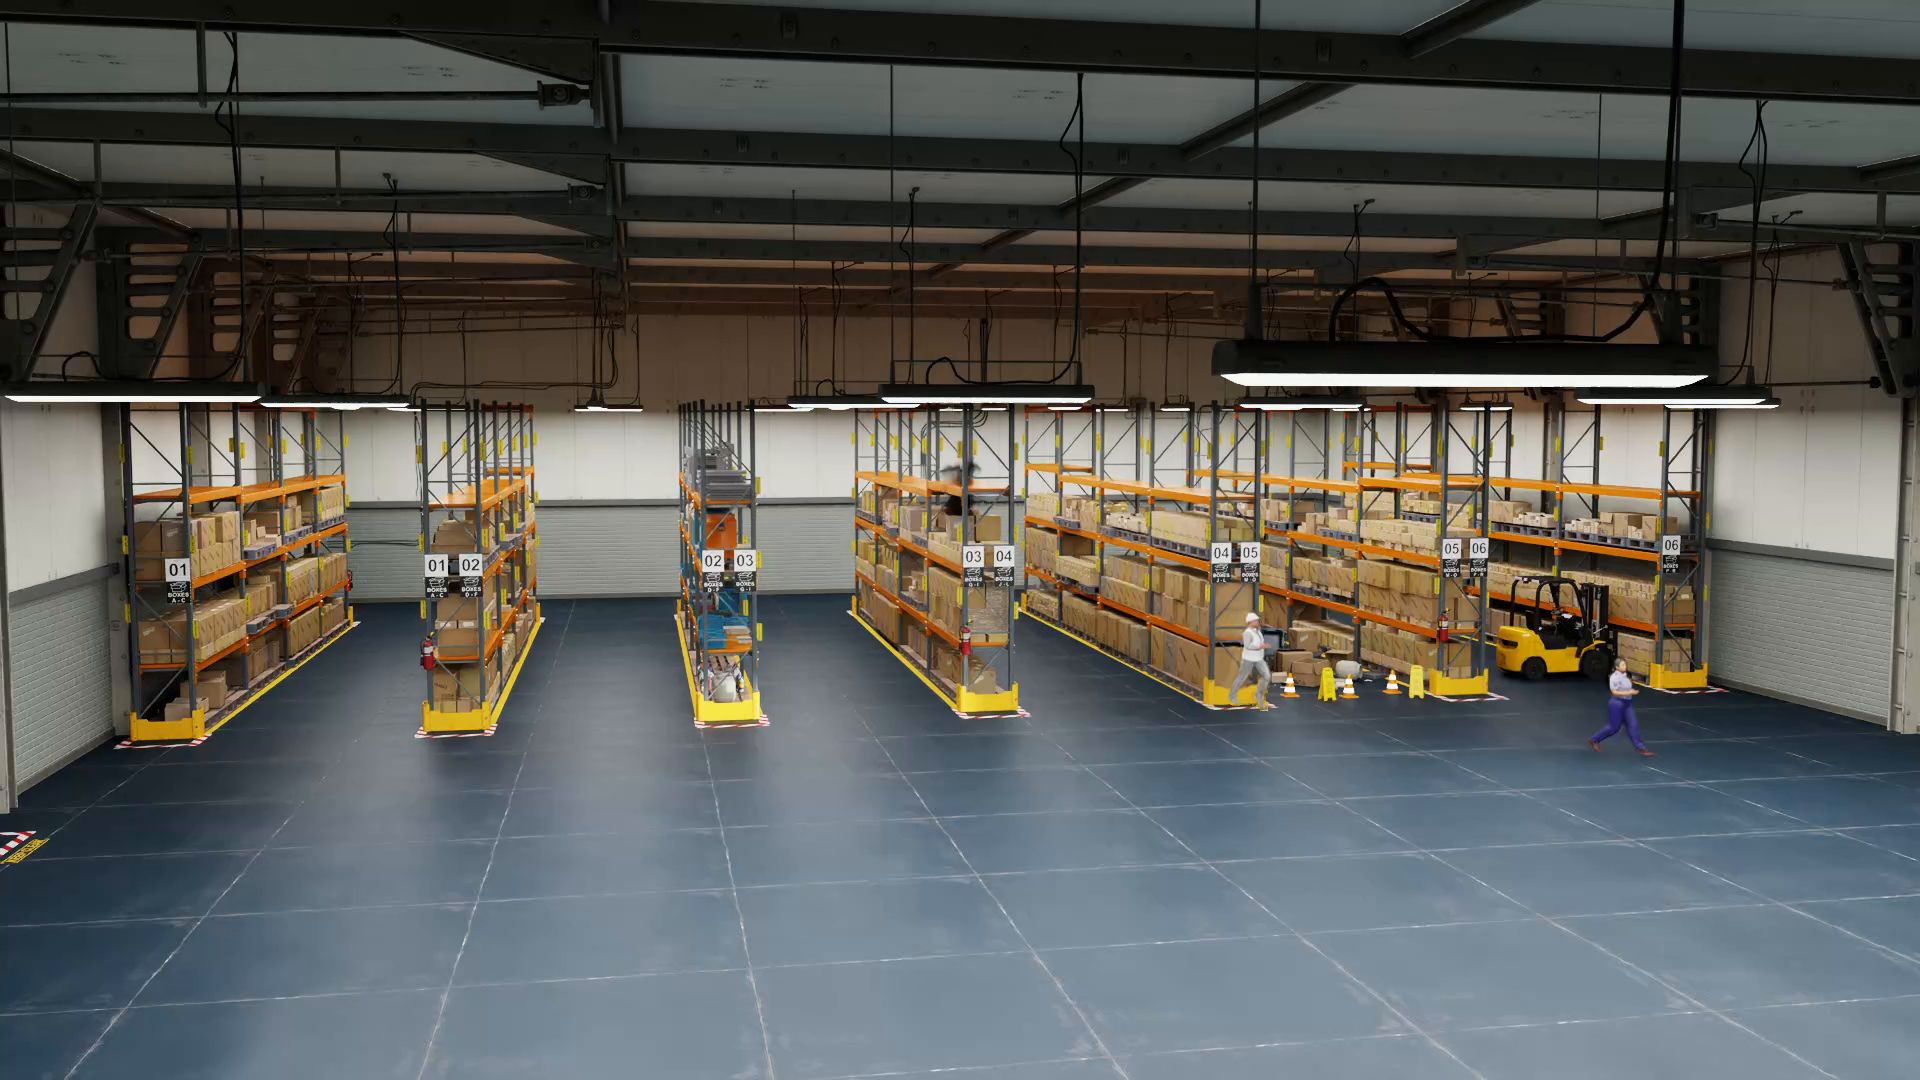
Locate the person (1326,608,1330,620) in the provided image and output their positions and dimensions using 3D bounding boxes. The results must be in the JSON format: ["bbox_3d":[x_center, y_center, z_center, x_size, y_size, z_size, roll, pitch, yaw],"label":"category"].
[{"bbox_3d":[9.691,1.543,43.932,0.680,1.732,0.624,-1,4,-15],"label":"person"}]

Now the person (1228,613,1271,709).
[{"bbox_3d":[5.487,2.264,31.254,0.873,1.808,0.662,4,6,44],"label":"person"}]

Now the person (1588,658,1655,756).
[{"bbox_3d":[11.068,2.780,27.786,1.037,1.602,0.613,4,6,42],"label":"person"}]

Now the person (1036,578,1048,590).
[{"bbox_3d":[2.517,1.146,50.061,0.485,1.633,0.663,2,5,26],"label":"person"}]
